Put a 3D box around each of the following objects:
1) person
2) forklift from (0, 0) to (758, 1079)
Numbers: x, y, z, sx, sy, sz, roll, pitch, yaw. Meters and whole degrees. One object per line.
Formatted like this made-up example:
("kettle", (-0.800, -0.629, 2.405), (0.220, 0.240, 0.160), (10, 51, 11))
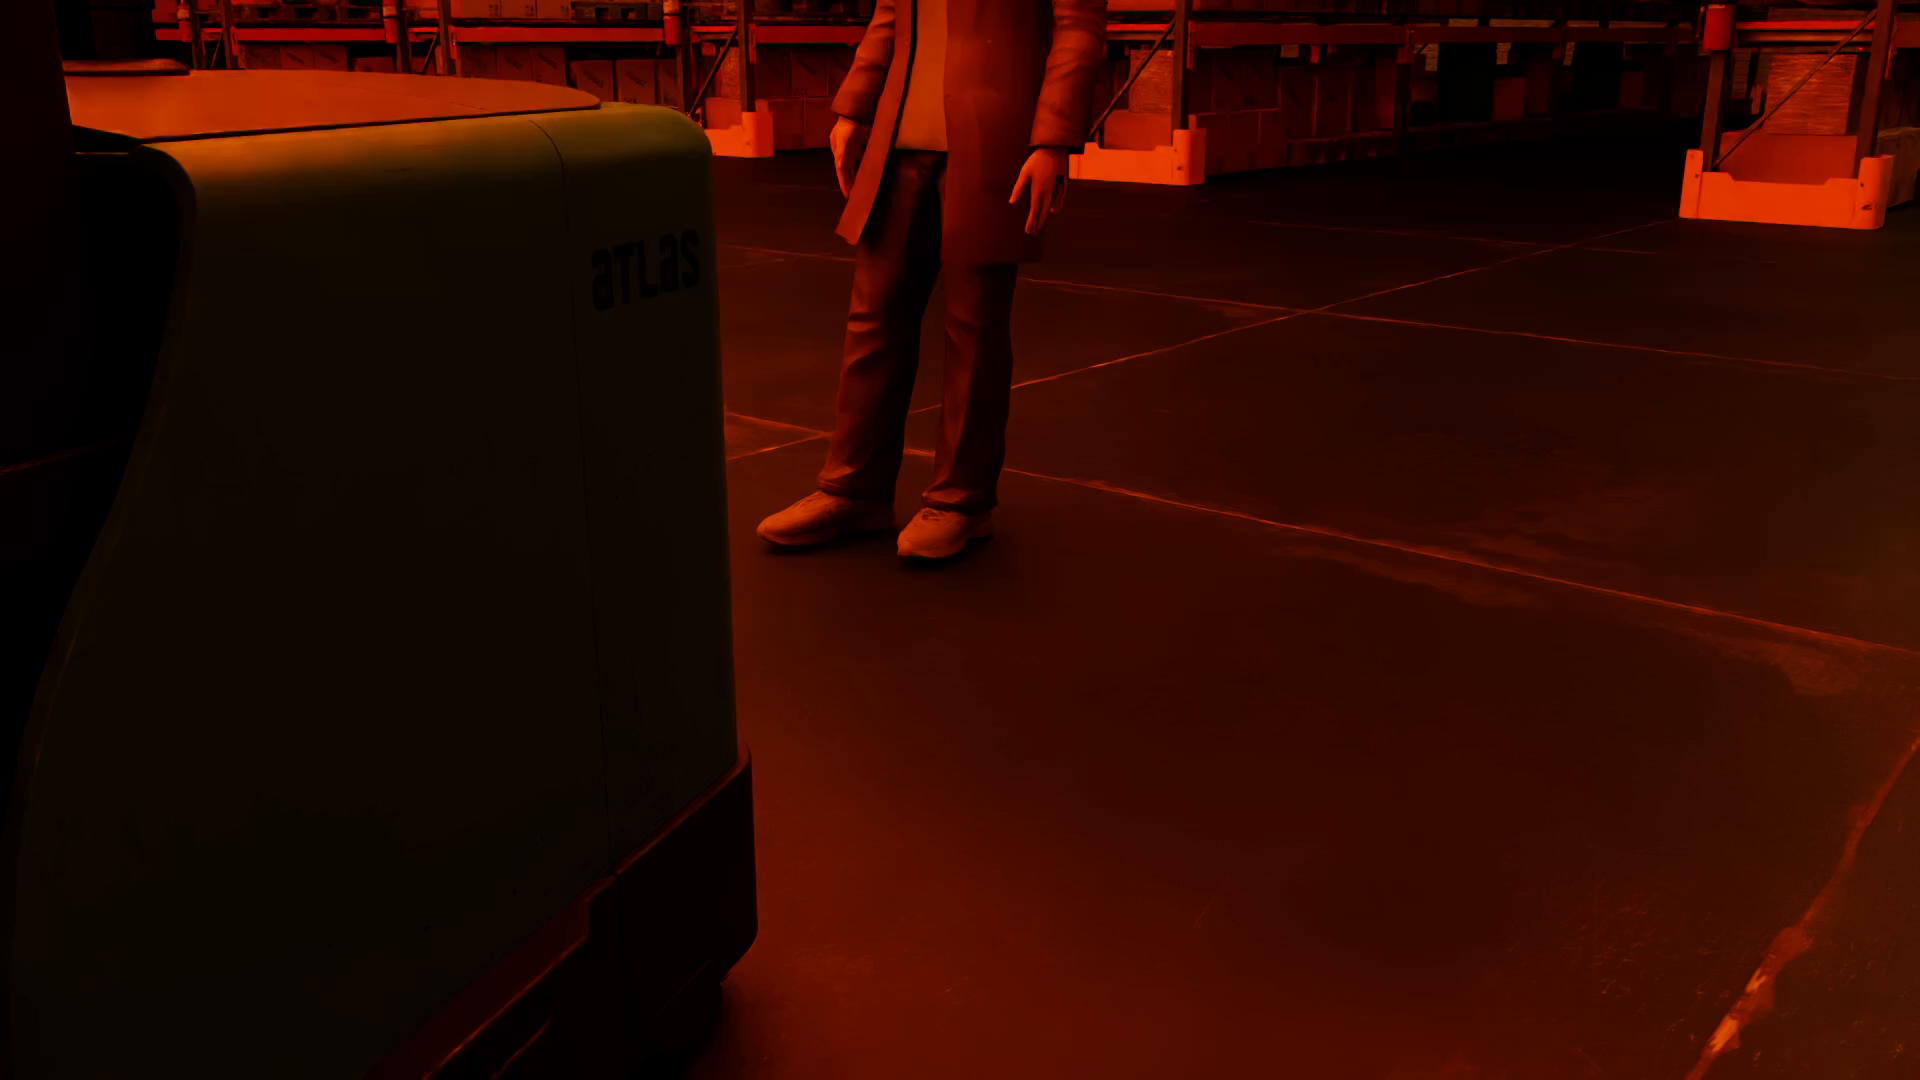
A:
("person", (-0.062, -0.837, 3.616), (0.696, 1.777, 0.579), (13, 21, 37))
("forklift", (-1.245, -0.501, 0.547), (1.130, 2.935, 3.031), (6, 18, 20))
